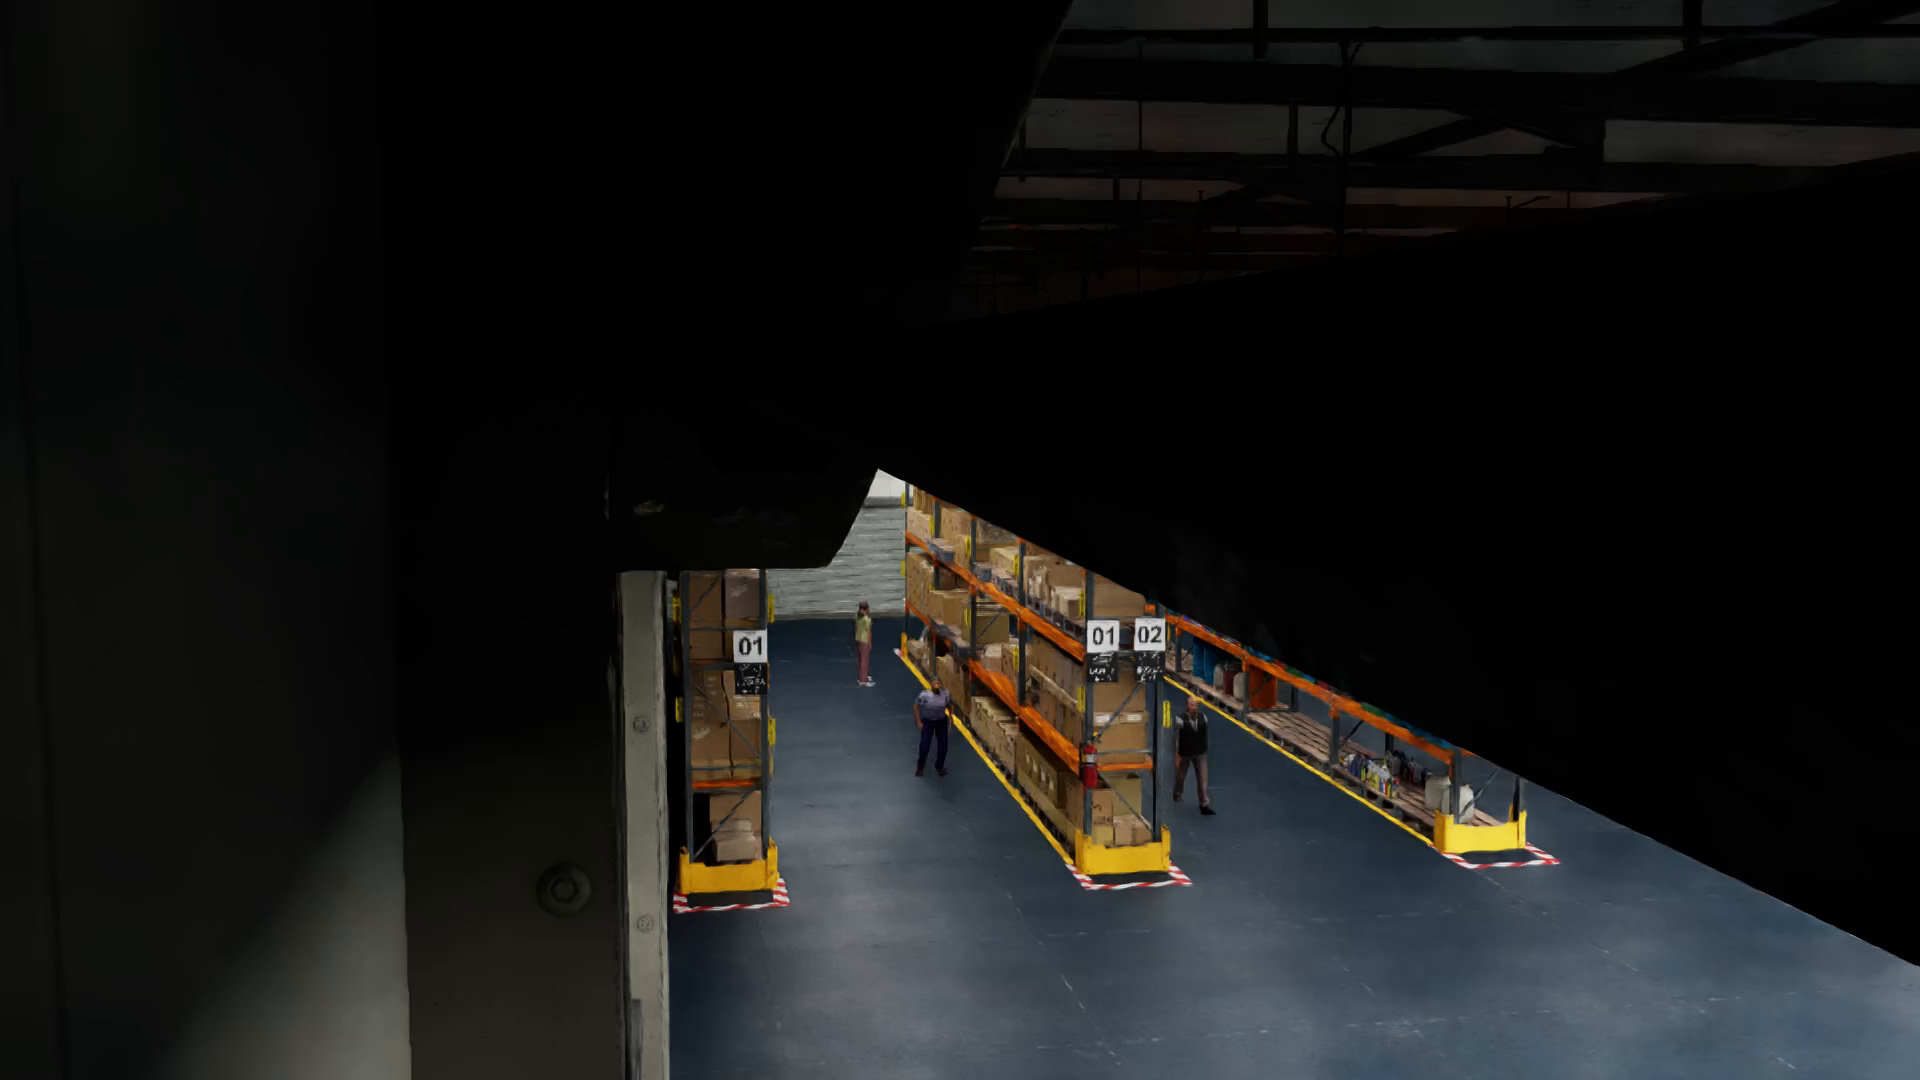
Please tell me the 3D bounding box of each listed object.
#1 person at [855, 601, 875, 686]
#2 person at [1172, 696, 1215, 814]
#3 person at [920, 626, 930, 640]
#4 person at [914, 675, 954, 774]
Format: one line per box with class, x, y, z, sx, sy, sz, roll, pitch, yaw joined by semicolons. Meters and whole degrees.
person;-1.878;2.042;33.181;0.451;1.679;0.540;-5;8;-39
person;3.296;3.038;23.772;0.543;1.648;1.115;-1;6;-7
person;-0.682;1.540;38.114;0.447;1.667;0.627;2;6;16
person;-0.403;2.868;25.845;0.625;1.596;0.497;-1;6;-12
